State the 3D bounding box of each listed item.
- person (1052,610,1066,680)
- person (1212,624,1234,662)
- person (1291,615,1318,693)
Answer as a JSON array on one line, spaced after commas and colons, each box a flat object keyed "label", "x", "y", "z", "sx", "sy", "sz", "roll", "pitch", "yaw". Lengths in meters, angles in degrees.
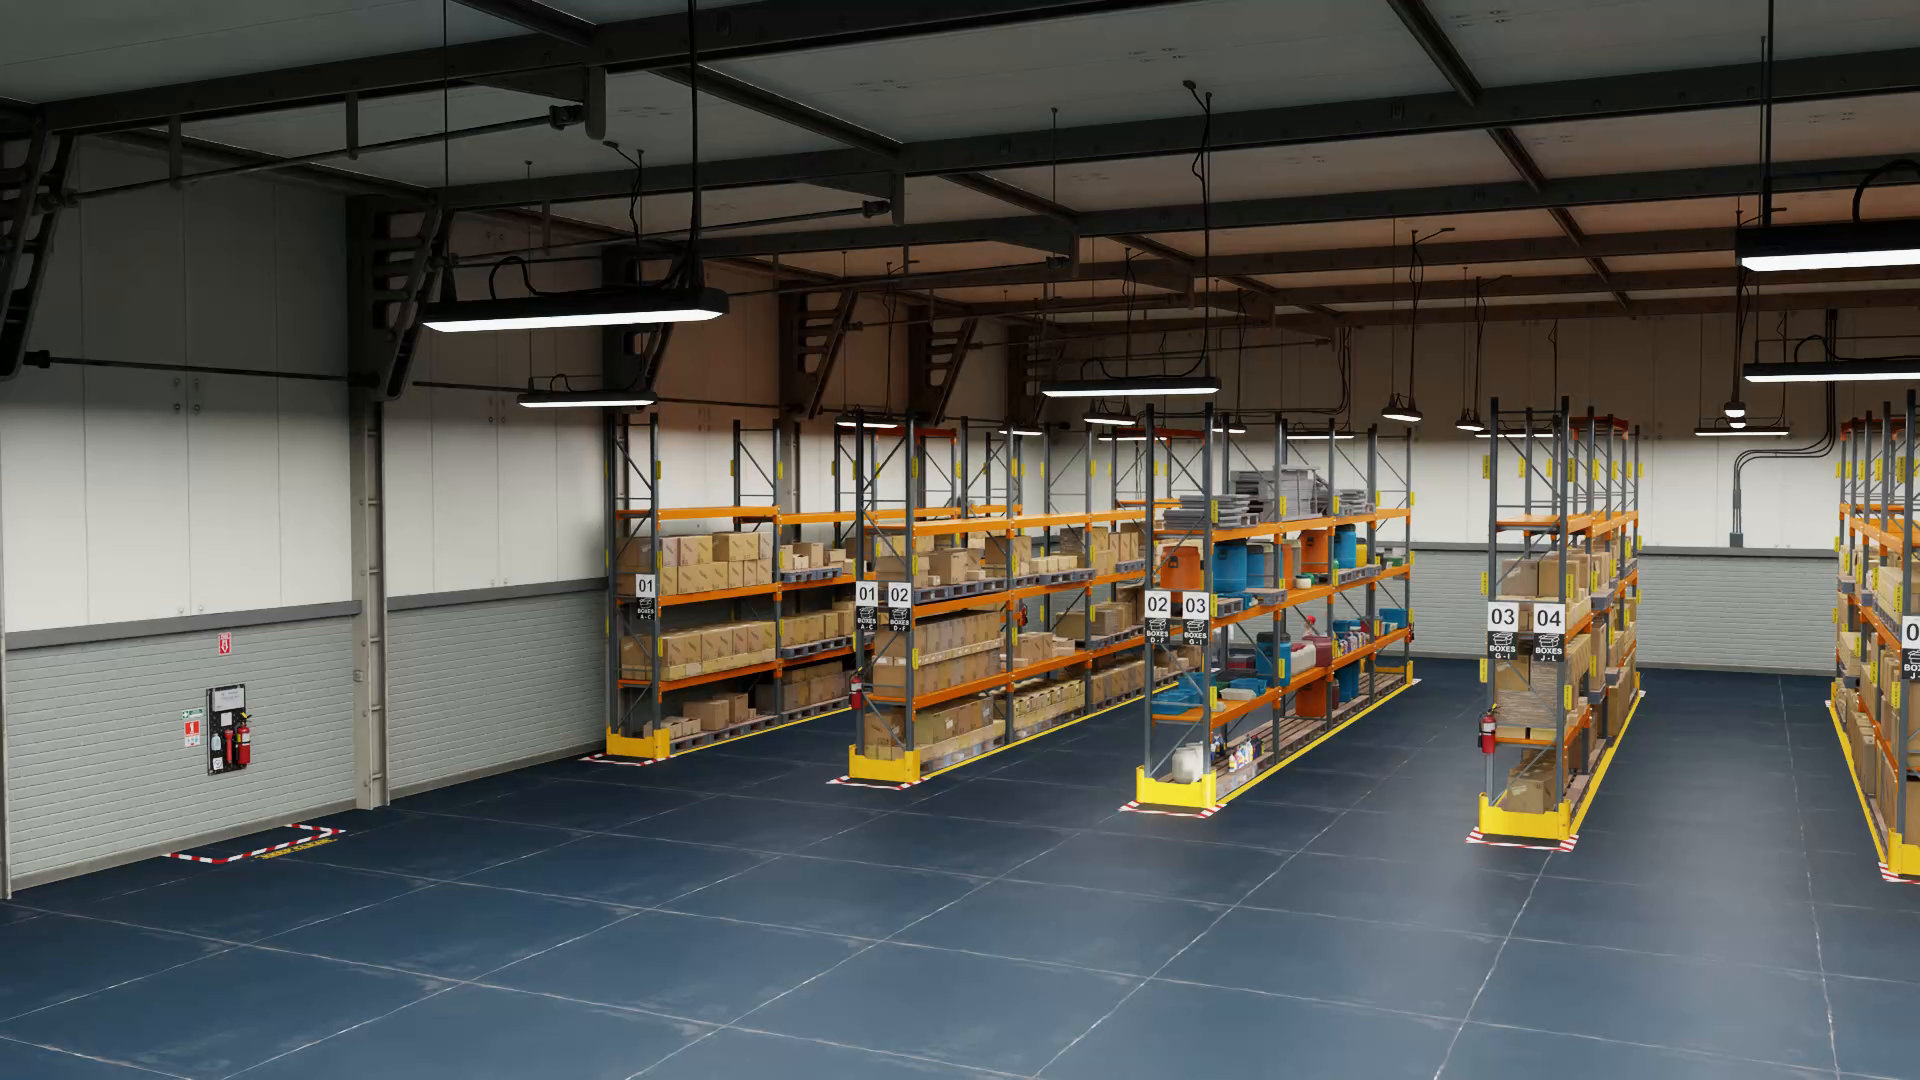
[{"label": "person", "x": 2.369, "y": 2.485, "z": 39.173, "sx": 0.584, "sy": 1.667, "sz": 0.967, "roll": 2, "pitch": 3, "yaw": 37}, {"label": "person", "x": 6.718, "y": 2.387, "z": 42.622, "sx": 0.582, "sy": 1.648, "sz": 0.939, "roll": 0, "pitch": 2, "yaw": -6}, {"label": "person", "x": 7.812, "y": 2.567, "z": 37.340, "sx": 1.068, "sy": 1.745, "sz": 0.506, "roll": -2, "pitch": 3, "yaw": -40}]
